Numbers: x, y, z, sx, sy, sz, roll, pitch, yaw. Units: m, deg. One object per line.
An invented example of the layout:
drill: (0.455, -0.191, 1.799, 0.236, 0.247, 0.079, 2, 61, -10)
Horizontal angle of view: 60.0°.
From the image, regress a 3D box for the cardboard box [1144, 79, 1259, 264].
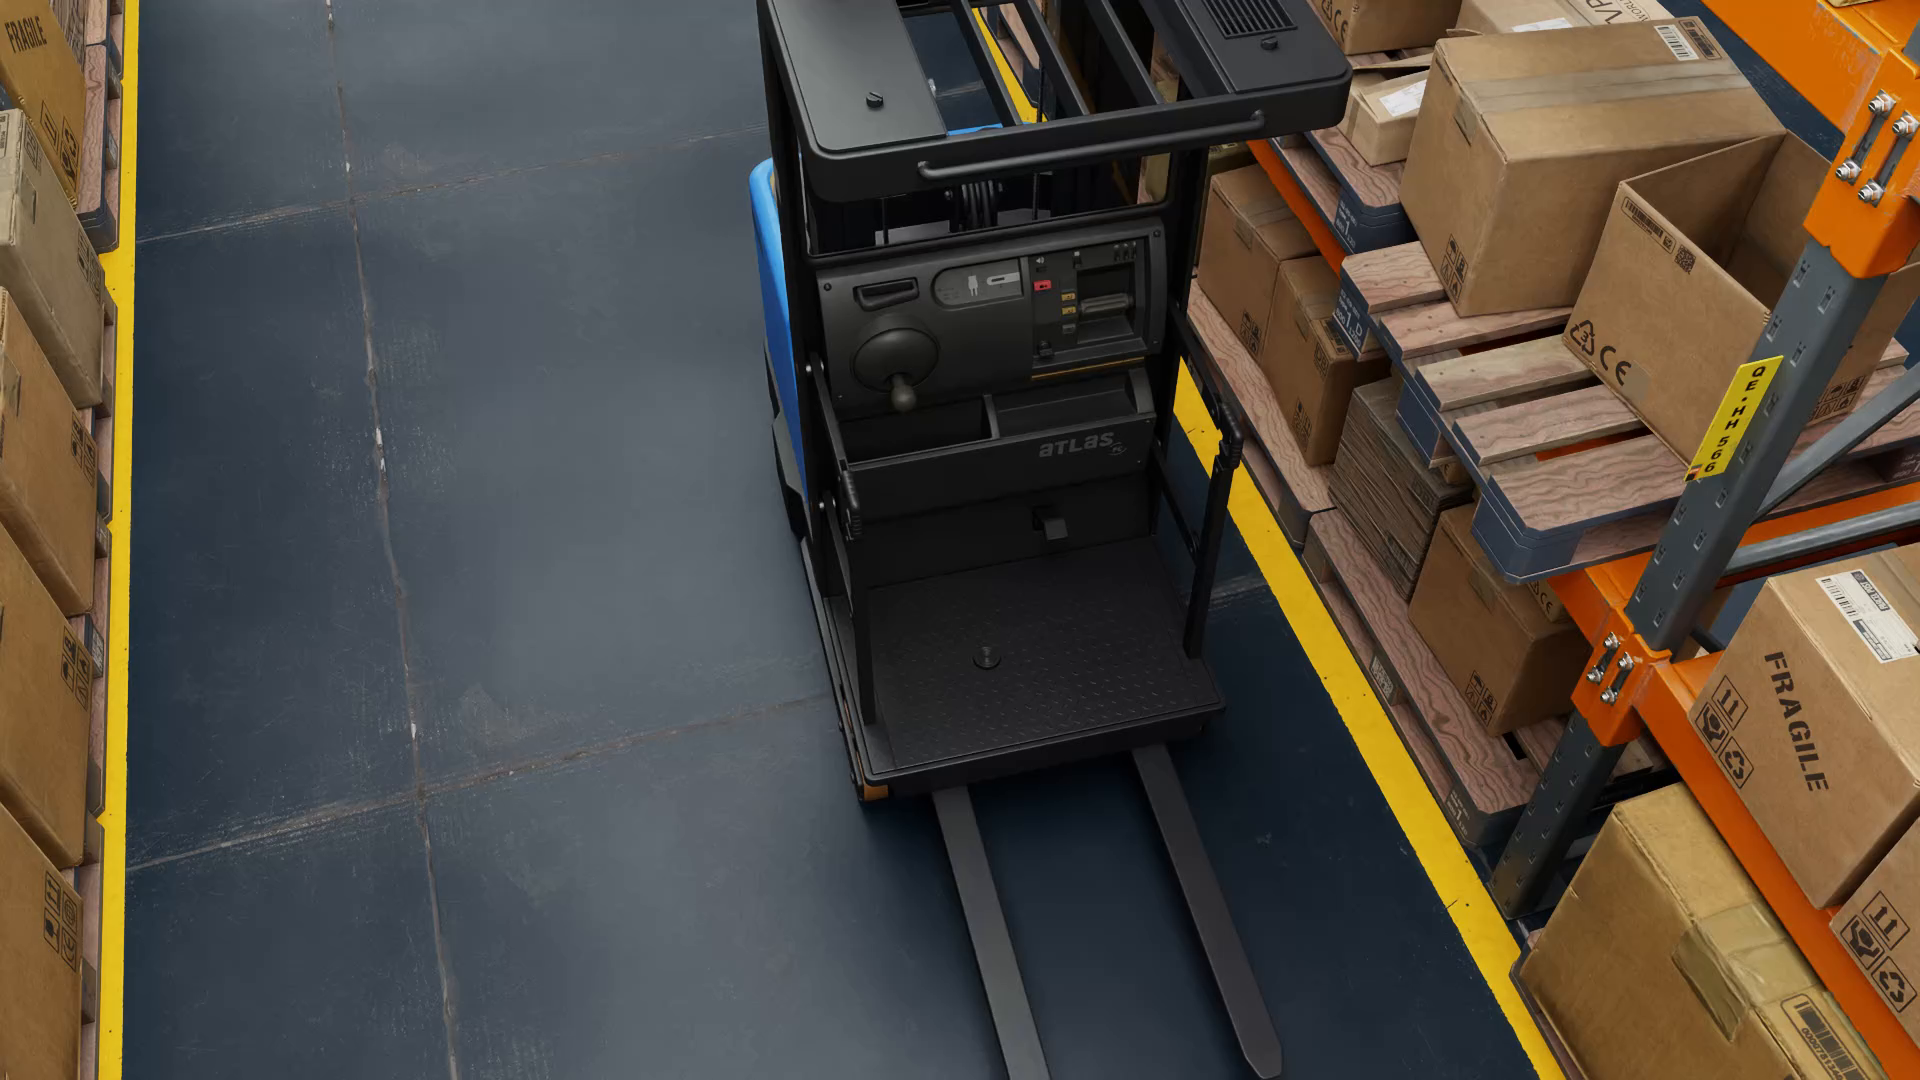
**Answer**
cardboard box: (1.142, -1.469, 6.374, 0.700, 0.500, 0.500, -14, 51, -11)

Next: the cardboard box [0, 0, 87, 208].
cardboard box: (-4.029, -1.817, 6.435, 0.875, 0.875, 0.875, -13, 51, -10)

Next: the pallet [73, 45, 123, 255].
pallet: (-4.060, -1.565, 6.932, 1.003, 0.211, 1.213, -13, 51, -11)

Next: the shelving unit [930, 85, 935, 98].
shelving unit: (-0.259, -1.255, 6.023, 0.258, 1.200, 0.503, -11, 51, -9)

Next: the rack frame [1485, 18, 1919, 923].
rack frame: (2.041, -0.017, 3.803, 1.000, 3.000, 0.127, -13, 51, -11)

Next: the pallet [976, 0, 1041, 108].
pallet: (0.626, -2.522, 7.738, 1.003, 0.211, 1.213, -13, 51, -11)

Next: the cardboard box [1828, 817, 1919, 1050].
cardboard box: (2.079, 0.743, 3.096, 0.500, 0.500, 0.500, -15, 51, -12)

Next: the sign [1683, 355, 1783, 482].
sign: (1.525, -0.235, 3.281, 0.100, 0.325, 0.005, -13, 51, -11)

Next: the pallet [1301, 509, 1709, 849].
pallet: (1.811, 0.310, 5.350, 1.003, 0.211, 1.213, -13, 51, -11)

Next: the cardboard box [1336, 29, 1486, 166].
cardboard box: (1.290, -1.266, 4.669, 0.396, 0.266, 0.258, -15, 51, -12)

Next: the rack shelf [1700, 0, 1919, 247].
rack shelf: (1.449, -2.213, 4.162, 1.077, 0.370, 4.000, -13, 51, -11)

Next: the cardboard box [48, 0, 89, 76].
cardboard box: (-4.299, -2.474, 6.989, 0.875, 0.875, 0.875, -13, 51, -11)

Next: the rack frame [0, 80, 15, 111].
rack frame: (-3.910, -1.891, 5.382, 1.000, 3.000, 0.127, -13, 51, -11)

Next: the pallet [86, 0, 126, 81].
pallet: (-4.425, -2.458, 7.684, 1.003, 0.211, 1.213, -13, 51, -11)

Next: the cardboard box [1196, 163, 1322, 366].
cardboard box: (1.308, -1.060, 6.029, 0.700, 0.500, 0.500, -17, 52, -14)

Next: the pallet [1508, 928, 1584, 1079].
pallet: (2.202, 1.474, 4.369, 1.003, 0.211, 1.213, -13, 51, -11)

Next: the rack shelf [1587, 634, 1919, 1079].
rack shelf: (2.632, 1.675, 2.846, 1.077, 0.370, 4.000, -13, 51, -11)

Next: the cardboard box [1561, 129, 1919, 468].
cardboard box: (1.843, -0.570, 3.929, 0.500, 0.500, 0.500, -19, 52, -15)

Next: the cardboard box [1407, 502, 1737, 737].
cardboard box: (1.824, 0.162, 4.999, 0.700, 0.500, 0.500, -16, 52, -13)

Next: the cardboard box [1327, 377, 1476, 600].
cardboard box: (1.647, -0.240, 5.338, 0.700, 0.500, 0.500, -17, 52, -14)

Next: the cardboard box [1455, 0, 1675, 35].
cardboard box: (1.765, -1.380, 4.775, 0.500, 0.250, 0.500, -15, 51, -12)

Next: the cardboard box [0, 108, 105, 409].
cardboard box: (-3.641, -0.868, 5.717, 1.050, 0.750, 0.750, -14, 51, -11)

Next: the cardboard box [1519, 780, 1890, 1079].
cardboard box: (2.225, 1.041, 4.026, 1.225, 0.875, 0.875, -15, 52, -13)

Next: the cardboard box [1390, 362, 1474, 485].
cardboard box: (1.647, -0.463, 5.035, 0.500, 0.250, 0.500, -8, 50, -7)

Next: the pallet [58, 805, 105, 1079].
pallet: (-2.888, 1.336, 4.485, 1.003, 0.211, 1.213, -13, 51, -11)

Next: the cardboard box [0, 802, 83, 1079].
cardboard box: (-2.821, 1.155, 4.011, 1.050, 0.750, 0.750, -14, 51, -11)

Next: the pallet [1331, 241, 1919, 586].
pallet: (1.728, -0.452, 4.294, 1.213, 0.211, 1.003, -13, 51, -11)

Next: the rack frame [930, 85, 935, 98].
rack frame: (-0.200, -1.074, 5.871, 0.240, 1.200, 0.015, -11, 51, -9)

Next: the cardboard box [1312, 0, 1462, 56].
cardboard box: (1.459, -1.862, 5.016, 0.797, 0.503, 0.637, -9, 50, -7)

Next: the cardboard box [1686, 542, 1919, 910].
cardboard box: (1.925, 0.367, 3.413, 0.500, 0.500, 0.500, -12, 51, -10)

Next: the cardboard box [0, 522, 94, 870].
cardboard box: (-3.083, 0.517, 4.549, 1.050, 0.750, 0.750, -13, 51, -10)

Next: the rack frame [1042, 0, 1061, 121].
rack frame: (0.858, -2.939, 6.266, 1.000, 3.000, 0.127, -13, 51, -11)

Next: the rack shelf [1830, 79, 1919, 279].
rack shelf: (2.632, 0.709, 1.699, 1.077, 0.370, 4.000, -13, 51, -11)

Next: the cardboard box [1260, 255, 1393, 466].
cardboard box: (1.473, -0.653, 5.686, 0.700, 0.500, 0.500, -9, 51, -8)

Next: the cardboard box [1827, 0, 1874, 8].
cardboard box: (1.666, -1.228, 2.959, 0.500, 0.250, 0.500, -13, 51, -11)

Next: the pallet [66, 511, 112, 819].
pallet: (-3.245, 0.447, 5.235, 1.003, 0.211, 1.213, -13, 51, -11)

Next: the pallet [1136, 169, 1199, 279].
pallet: (1.090, -1.472, 6.853, 1.003, 0.211, 1.213, -13, 51, -11)

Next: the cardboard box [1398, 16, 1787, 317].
cardboard box: (1.582, -0.955, 4.253, 0.700, 0.500, 0.500, -7, 50, -6)

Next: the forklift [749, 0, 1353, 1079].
forklift: (0.149, -0.483, 4.240, 1.130, 2.935, 3.031, -11, 51, -9)

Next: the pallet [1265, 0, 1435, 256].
pallet: (1.416, -1.392, 5.087, 1.003, 0.211, 1.213, -13, 51, -11)

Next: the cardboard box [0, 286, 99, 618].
cardboard box: (-3.359, -0.163, 5.122, 1.050, 0.750, 0.750, -13, 51, -11)

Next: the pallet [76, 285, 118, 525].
pallet: (-3.610, -0.446, 5.988, 1.003, 0.211, 1.213, -13, 51, -11)

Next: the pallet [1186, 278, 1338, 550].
pallet: (1.454, -0.579, 6.100, 1.003, 0.211, 1.213, -13, 51, -11)

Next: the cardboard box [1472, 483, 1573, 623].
cardboard box: (1.814, -0.078, 4.710, 0.500, 0.250, 0.500, -11, 51, -9)

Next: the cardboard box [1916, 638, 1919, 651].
cardboard box: (2.242, 0.165, 2.928, 0.797, 0.503, 0.637, -12, 51, -10)

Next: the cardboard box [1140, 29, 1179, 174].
cardboard box: (1.019, -1.822, 6.671, 0.700, 0.500, 0.500, -17, 52, -14)

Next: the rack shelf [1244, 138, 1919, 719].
rack shelf: (1.449, -1.246, 5.309, 1.077, 0.370, 4.000, -13, 51, -11)
